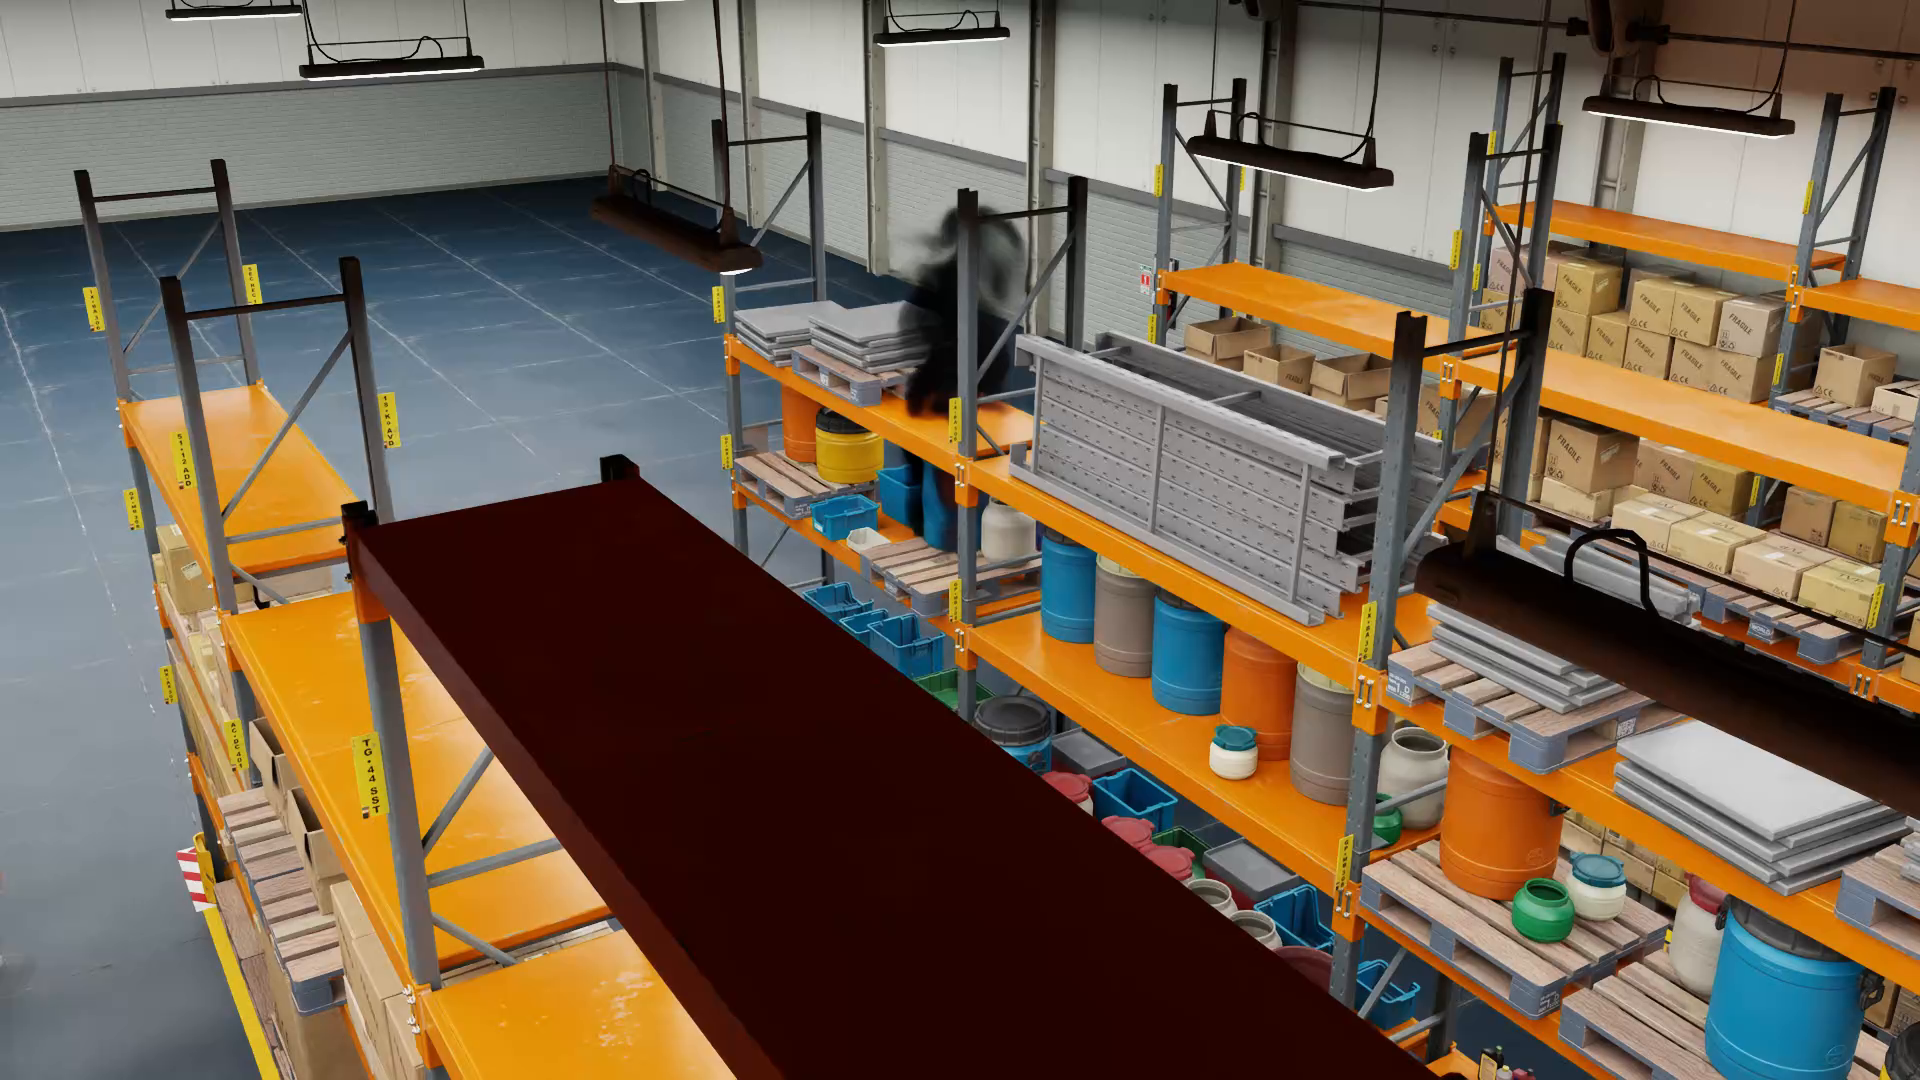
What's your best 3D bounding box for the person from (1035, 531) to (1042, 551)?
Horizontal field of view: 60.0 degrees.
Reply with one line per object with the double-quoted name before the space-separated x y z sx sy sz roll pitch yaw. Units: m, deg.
"person" 0.669 -0.490 20.418 0.864 1.682 0.586 -5 22 -12
